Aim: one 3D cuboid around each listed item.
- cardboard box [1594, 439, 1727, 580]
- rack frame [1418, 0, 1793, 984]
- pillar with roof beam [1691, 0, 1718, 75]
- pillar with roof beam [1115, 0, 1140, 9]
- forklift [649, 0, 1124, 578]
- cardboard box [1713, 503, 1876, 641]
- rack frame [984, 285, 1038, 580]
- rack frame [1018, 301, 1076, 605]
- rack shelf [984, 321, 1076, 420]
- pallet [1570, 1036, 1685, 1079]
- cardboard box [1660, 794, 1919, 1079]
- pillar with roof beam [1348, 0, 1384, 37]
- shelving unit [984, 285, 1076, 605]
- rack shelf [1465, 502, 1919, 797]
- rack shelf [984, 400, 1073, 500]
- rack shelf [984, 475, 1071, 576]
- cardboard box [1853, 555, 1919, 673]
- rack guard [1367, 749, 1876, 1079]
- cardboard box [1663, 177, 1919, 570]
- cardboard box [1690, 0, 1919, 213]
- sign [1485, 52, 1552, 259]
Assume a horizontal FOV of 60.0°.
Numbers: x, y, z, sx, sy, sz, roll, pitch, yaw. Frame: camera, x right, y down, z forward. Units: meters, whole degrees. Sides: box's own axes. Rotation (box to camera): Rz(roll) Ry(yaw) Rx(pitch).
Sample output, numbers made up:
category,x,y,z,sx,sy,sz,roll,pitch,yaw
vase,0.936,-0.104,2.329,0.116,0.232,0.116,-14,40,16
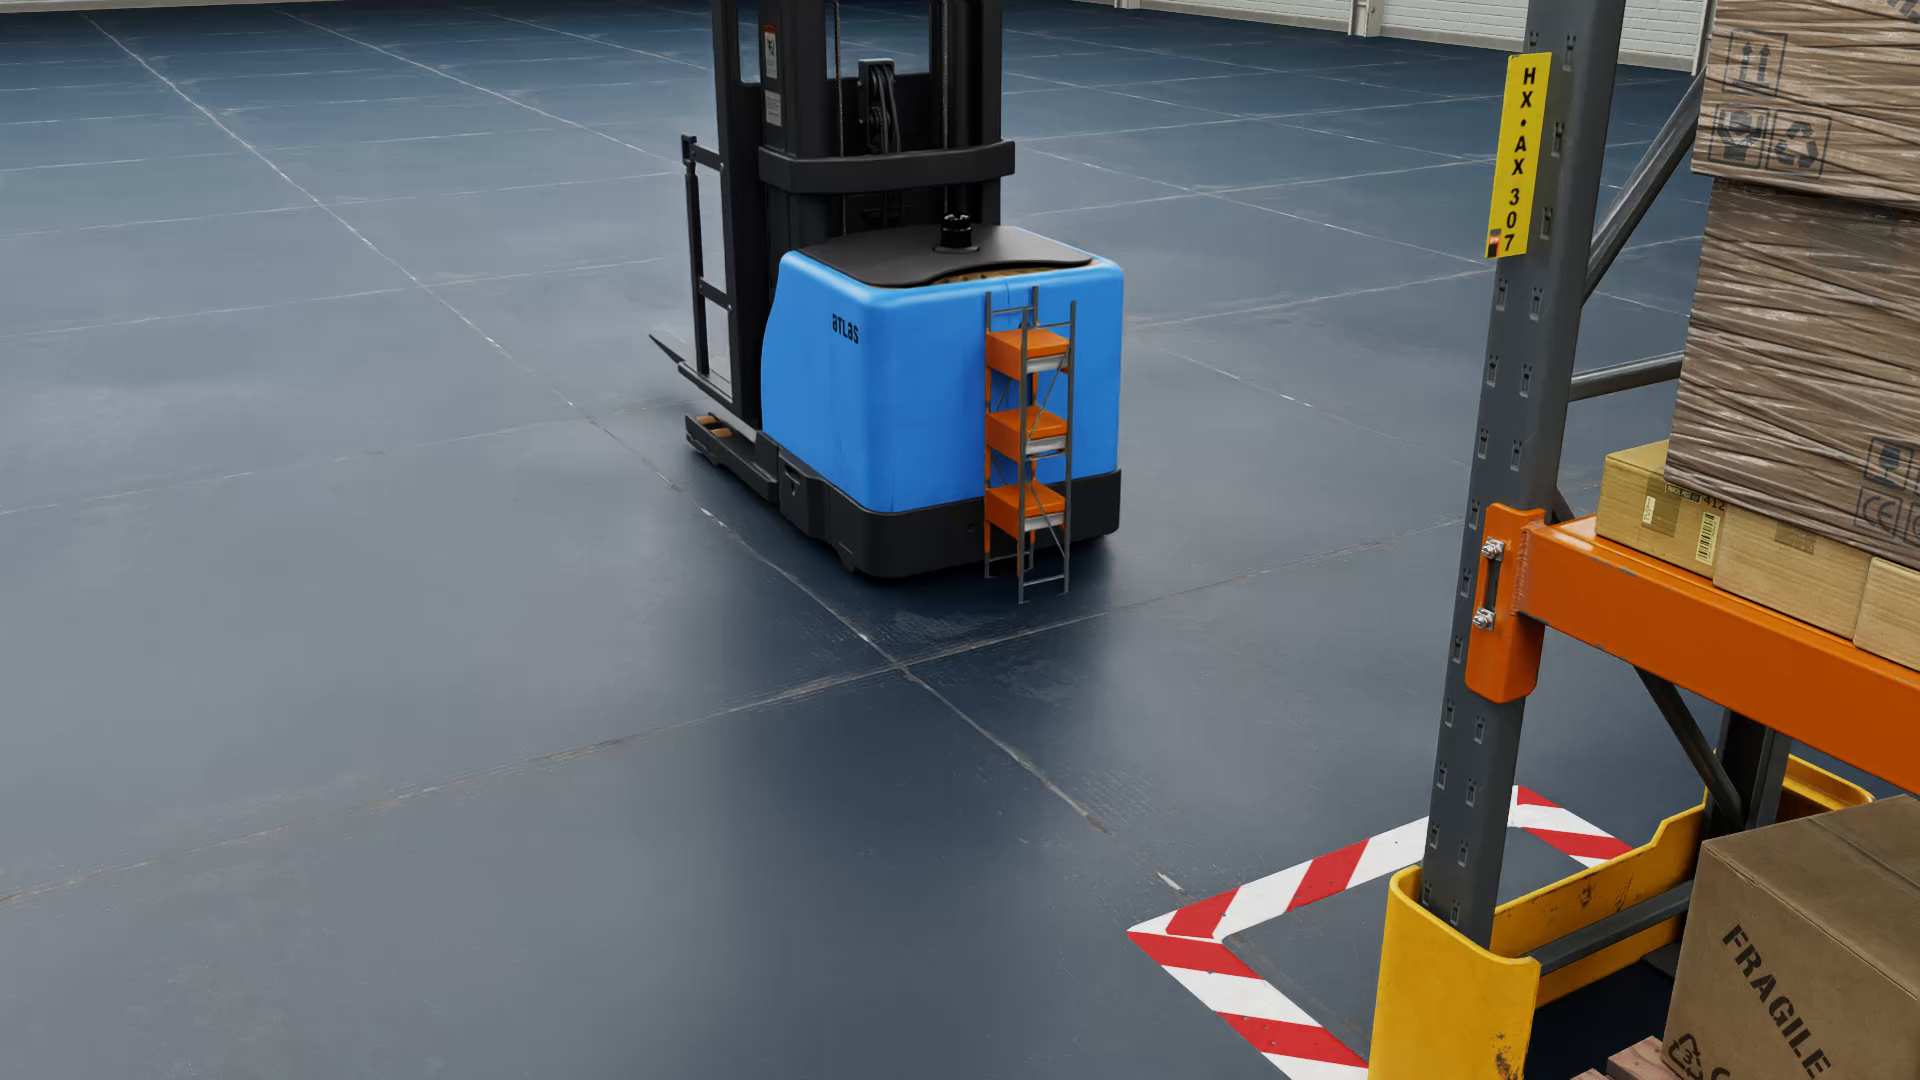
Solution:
category,x,y,z,sx,sy,sz,roll,pitch,yaw
cardboard box,1.321,-0.075,2.845,0.380,0.149,0.250,-13,25,-28
rack frame,1.380,-0.329,3.138,1.000,3.000,0.127,-13,25,-28
pillar with roof beam,5.426,-8.963,16.412,9.100,9.000,0.400,-13,25,-28
pillar with roof beam,-0.704,-12.847,25.969,9.100,9.000,0.400,-13,25,-28
forklift,-0.537,-1.739,6.698,1.130,2.935,3.031,-11,25,-26
cardboard box,1.432,0.010,2.637,0.380,0.149,0.250,-13,25,-28
rack frame,0.177,-0.362,5.807,0.200,1.050,0.008,-11,25,-26
rack frame,0.291,-0.280,5.607,0.200,1.050,0.008,-11,25,-26
rack shelf,0.234,-0.574,5.604,0.215,0.259,0.240,-11,25,-26
pallet,1.804,1.257,2.938,1.003,0.211,1.213,-13,25,-28
cardboard box,1.685,0.840,3.024,0.500,0.500,0.500,-8,23,-18
pillar with roof beam,2.361,-10.905,21.190,9.100,9.000,0.400,-13,25,-28
shelving unit,0.234,-0.321,5.707,0.215,1.050,0.252,-11,25,-26
rack shelf,2.402,0.652,1.680,1.077,0.370,4.000,-13,25,-28
rack shelf,0.234,-0.311,5.711,0.215,0.259,0.240,-11,25,-26
rack shelf,0.234,-0.054,5.816,0.215,0.259,0.240,-11,25,-26
cardboard box,1.547,0.094,2.431,0.380,0.149,0.250,-13,25,-28
rack guard,1.419,0.853,3.548,1.175,0.500,0.348,-13,25,-28
cardboard box,1.638,-0.330,2.612,0.875,0.500,0.500,-13,25,-28
cardboard box,1.427,-0.746,2.307,0.500,0.500,0.500,-13,25,-28
sign,0.914,-0.626,2.718,0.100,0.325,0.005,-13,25,-28
